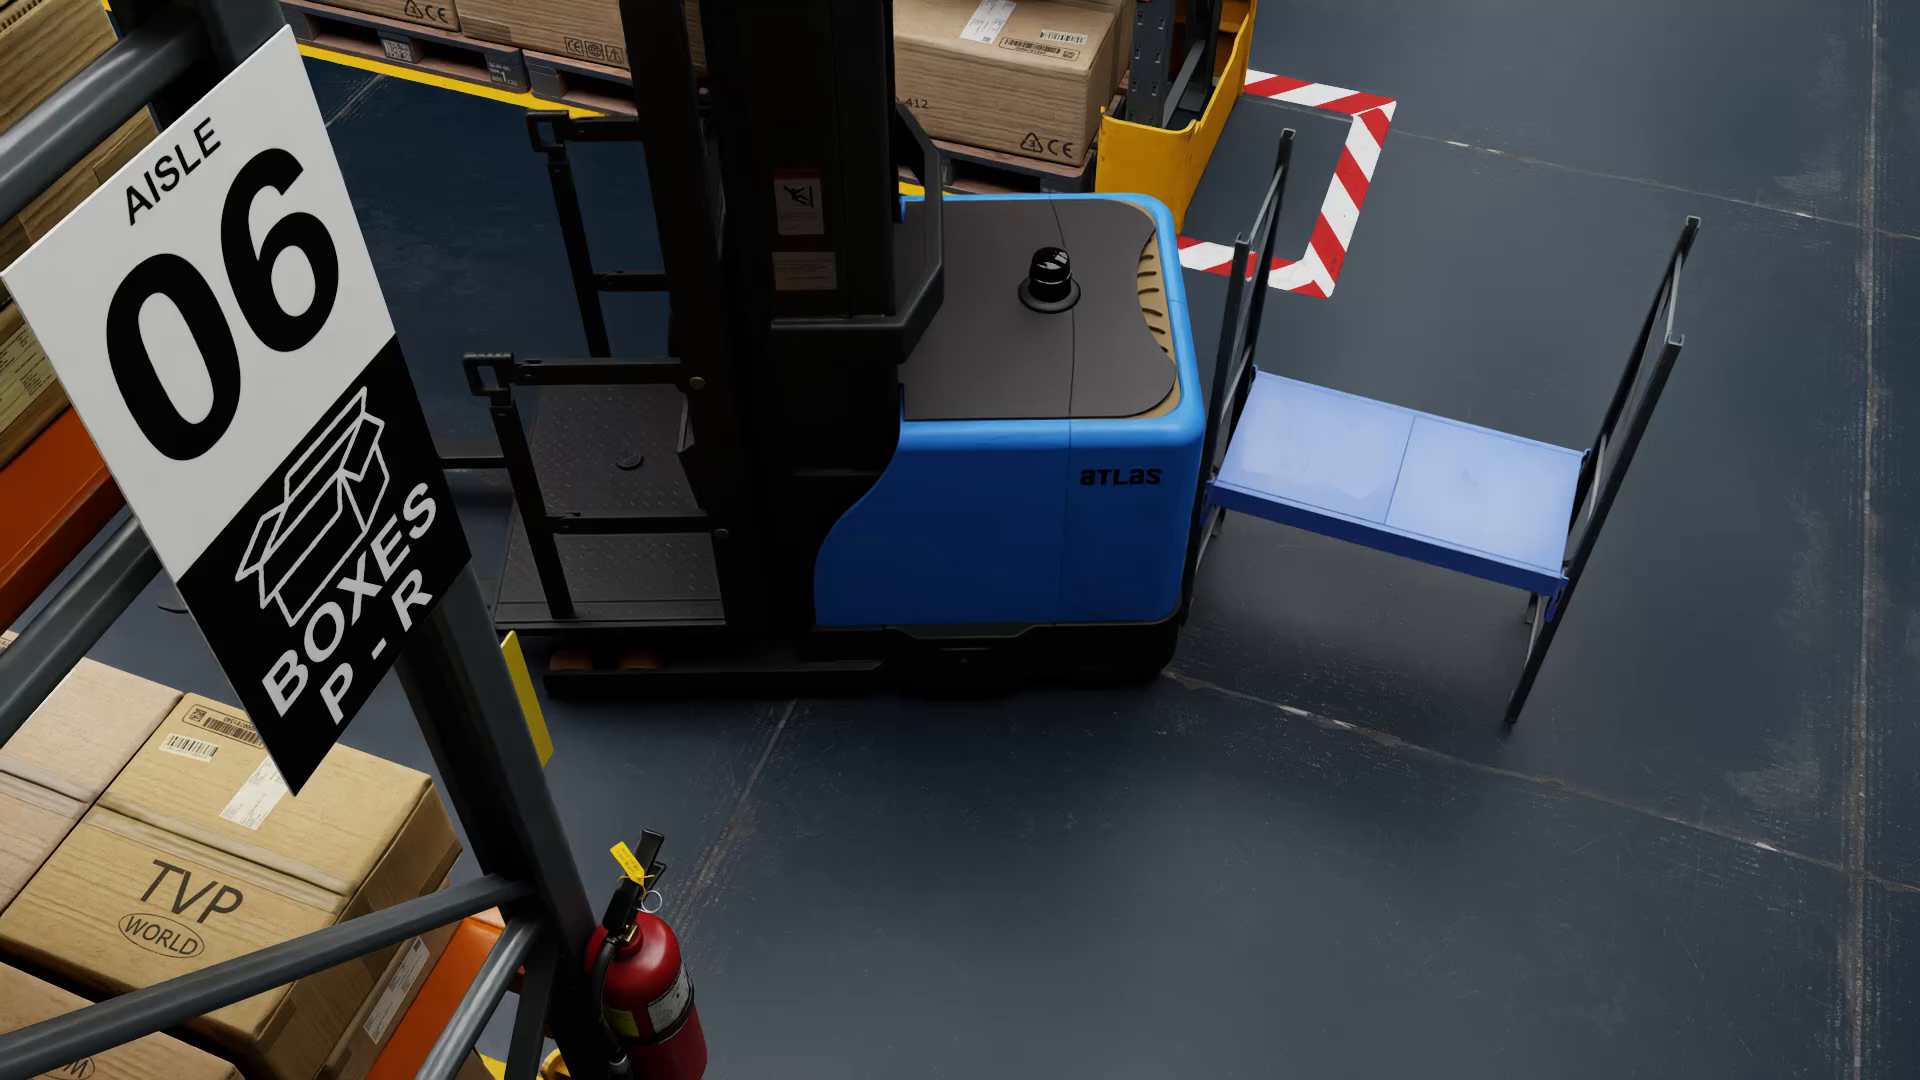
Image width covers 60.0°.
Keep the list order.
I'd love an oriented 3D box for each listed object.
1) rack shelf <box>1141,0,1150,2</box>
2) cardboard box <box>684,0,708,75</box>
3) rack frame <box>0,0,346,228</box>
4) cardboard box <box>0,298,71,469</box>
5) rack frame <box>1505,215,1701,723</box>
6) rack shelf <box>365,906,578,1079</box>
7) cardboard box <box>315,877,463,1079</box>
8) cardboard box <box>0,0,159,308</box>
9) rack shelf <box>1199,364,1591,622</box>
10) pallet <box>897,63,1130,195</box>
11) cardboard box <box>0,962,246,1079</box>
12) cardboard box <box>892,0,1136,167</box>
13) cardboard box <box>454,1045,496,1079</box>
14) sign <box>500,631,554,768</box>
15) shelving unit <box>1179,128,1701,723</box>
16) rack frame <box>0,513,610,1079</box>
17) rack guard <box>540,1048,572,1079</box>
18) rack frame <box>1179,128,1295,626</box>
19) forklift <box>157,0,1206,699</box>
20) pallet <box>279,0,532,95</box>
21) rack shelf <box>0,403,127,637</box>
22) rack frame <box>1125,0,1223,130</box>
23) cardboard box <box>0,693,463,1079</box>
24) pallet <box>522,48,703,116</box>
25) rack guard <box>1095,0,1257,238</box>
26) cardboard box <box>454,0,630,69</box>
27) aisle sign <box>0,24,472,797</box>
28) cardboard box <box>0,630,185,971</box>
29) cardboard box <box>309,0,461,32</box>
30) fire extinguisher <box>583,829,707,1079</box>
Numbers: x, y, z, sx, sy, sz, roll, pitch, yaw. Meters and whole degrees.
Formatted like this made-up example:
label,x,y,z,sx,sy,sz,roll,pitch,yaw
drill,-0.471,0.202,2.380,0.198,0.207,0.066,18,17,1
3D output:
label,x,y,z,sx,sy,sz,roll,pitch,yaw
rack shelf,-1.037,-2.863,6.365,4.000,0.370,1.077,16,51,13
cardboard box,-0.676,-2.209,6.739,0.875,0.438,0.875,17,51,14
rack frame,-0.878,-1.020,0.322,0.127,3.000,1.000,16,51,13
cardboard box,-1.096,-0.204,1.765,0.250,0.149,0.380,17,51,14
rack frame,1.721,-0.131,4.513,0.032,1.500,0.500,16,51,14
rack shelf,-2.754,0.657,3.314,4.000,0.370,1.077,16,51,13
cardboard box,-1.091,0.747,2.927,0.250,0.149,0.380,15,51,13
cardboard box,-1.199,-0.396,1.668,0.500,0.250,0.500,15,51,13
rack shelf,1.246,-0.150,4.768,1.000,0.185,0.538,16,51,14
pallet,0.062,-1.815,6.826,1.213,0.211,1.003,16,51,13
cardboard box,-1.401,0.964,2.474,0.500,0.250,0.500,17,51,14
cardboard box,0.185,-1.975,6.537,0.875,0.438,0.875,14,51,12
cardboard box,-1.419,1.398,3.570,0.637,0.503,0.797,14,51,12
sign,-0.690,0.277,2.595,0.005,0.325,0.100,16,51,13
shelving unit,1.246,-0.268,4.632,1.048,1.500,0.538,16,51,14
rack frame,-0.878,0.945,2.589,0.127,3.000,1.000,16,51,13
rack guard,-0.949,1.744,3.550,0.348,0.500,1.175,16,51,13
rack frame,0.772,-0.405,4.751,0.032,1.500,0.500,16,51,14
forklift,-0.874,-0.890,4.224,3.031,2.935,1.130,-1,49,-1
pallet,-2.227,-2.454,7.380,1.213,0.211,1.003,16,51,13
rack shelf,-2.754,-0.326,2.181,4.000,0.370,1.077,16,51,13
rack frame,0.839,-2.575,5.639,0.127,3.000,1.000,16,51,13
cardboard box,-1.210,0.587,2.801,0.500,0.250,0.500,16,51,13
pallet,-1.079,-2.136,7.104,1.213,0.211,1.003,16,51,13
rack guard,0.861,-1.750,6.578,0.348,0.500,1.175,16,51,13
cardboard box,-1.522,-2.446,6.945,0.875,0.438,0.875,14,51,12
aisle sign,-0.712,-0.097,1.771,0.004,0.787,0.394,16,51,13
cardboard box,-1.683,0.455,2.916,0.500,0.250,0.500,16,51,14
cardboard box,-2.362,-2.680,7.148,0.875,0.438,0.875,15,51,13
fire extinguisher,-0.580,0.803,3.009,0.183,0.674,0.296,16,51,13
